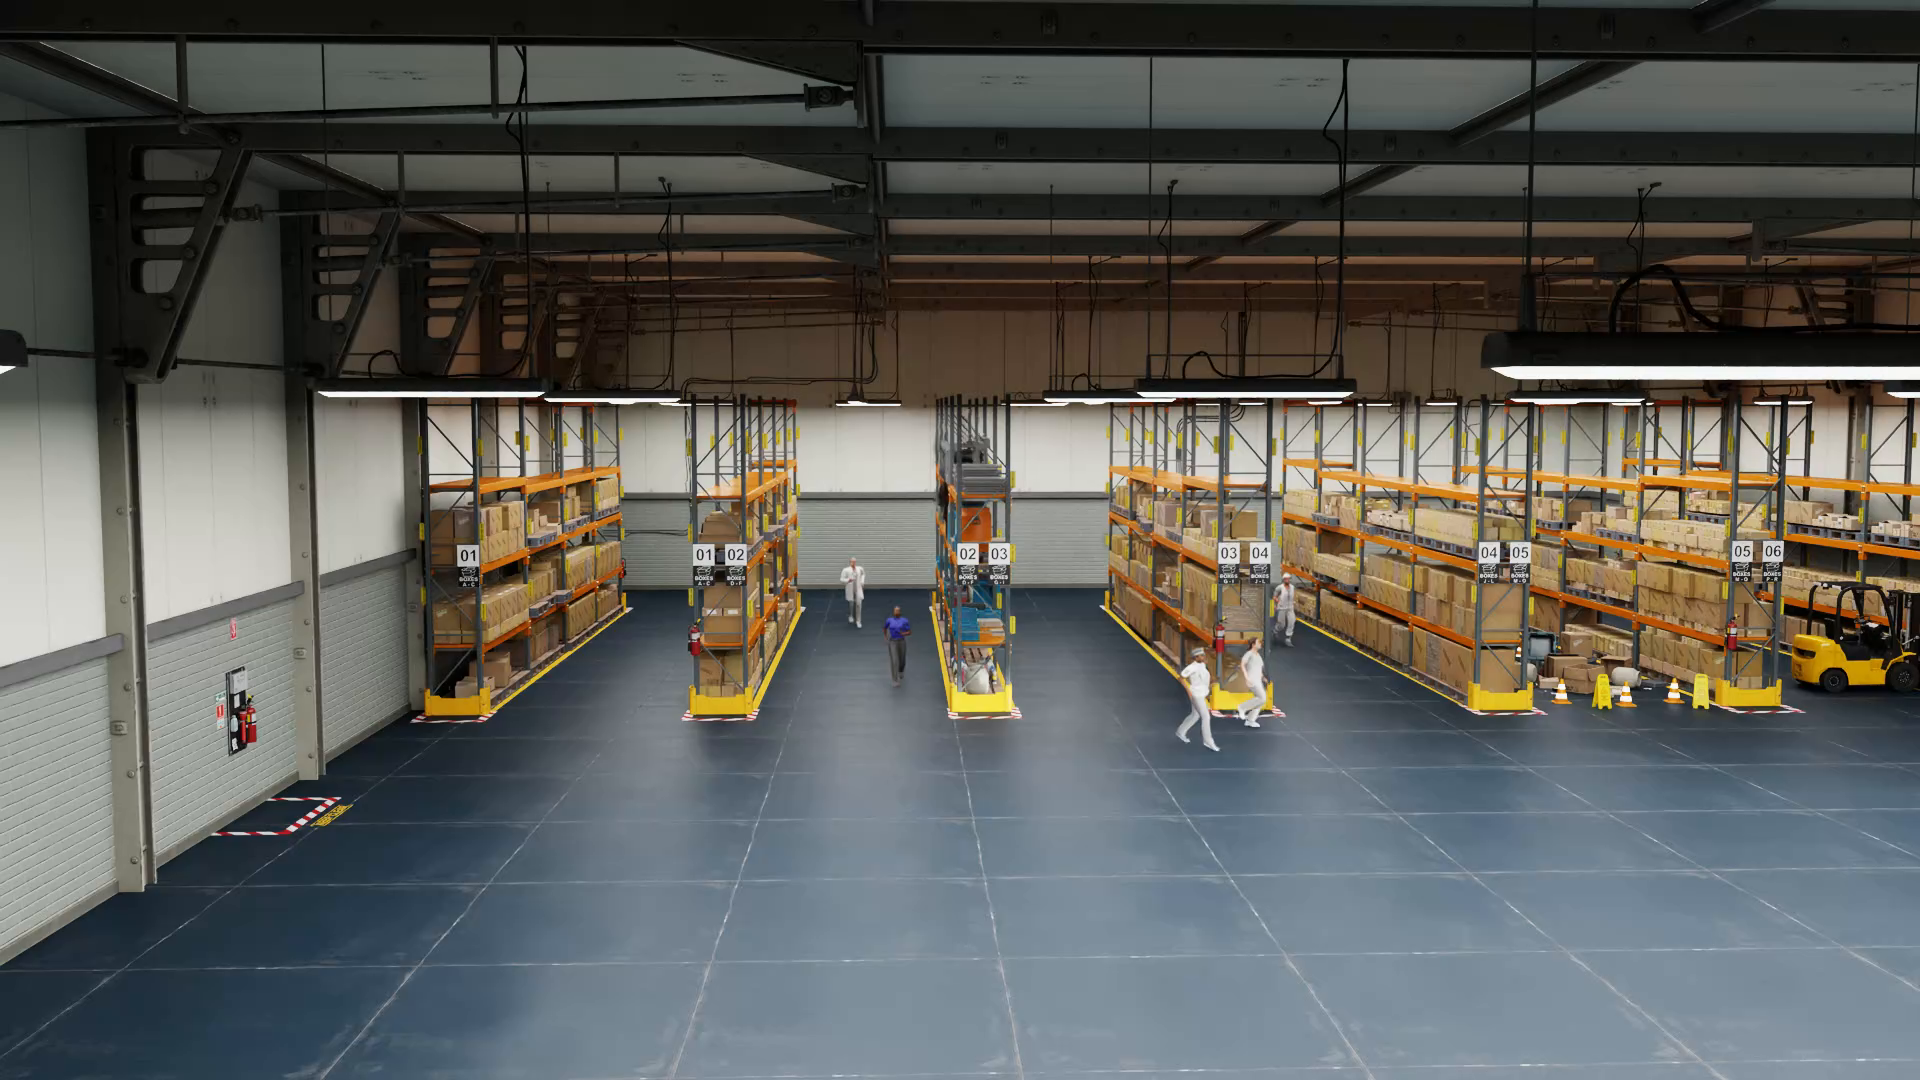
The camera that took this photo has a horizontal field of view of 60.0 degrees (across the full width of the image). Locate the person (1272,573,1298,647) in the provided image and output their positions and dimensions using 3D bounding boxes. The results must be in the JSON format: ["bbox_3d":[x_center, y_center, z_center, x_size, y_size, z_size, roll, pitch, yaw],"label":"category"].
[{"bbox_3d":[7.870,1.671,40.330,0.643,1.758,0.873,-1,5,-15],"label":"person"}]

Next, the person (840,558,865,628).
[{"bbox_3d":[-2.815,1.367,43.917,0.703,1.810,1.026,-1,5,-14],"label":"person"}]

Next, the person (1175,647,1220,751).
[{"bbox_3d":[4.010,2.656,28.060,0.866,1.727,0.563,3,5,30],"label":"person"}]

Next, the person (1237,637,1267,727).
[{"bbox_3d":[5.342,2.553,30.122,0.531,1.594,0.597,3,5,32],"label":"person"}]

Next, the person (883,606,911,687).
[{"bbox_3d":[-1.304,2.172,34.504,0.583,1.633,0.924,0,5,-5],"label":"person"}]
